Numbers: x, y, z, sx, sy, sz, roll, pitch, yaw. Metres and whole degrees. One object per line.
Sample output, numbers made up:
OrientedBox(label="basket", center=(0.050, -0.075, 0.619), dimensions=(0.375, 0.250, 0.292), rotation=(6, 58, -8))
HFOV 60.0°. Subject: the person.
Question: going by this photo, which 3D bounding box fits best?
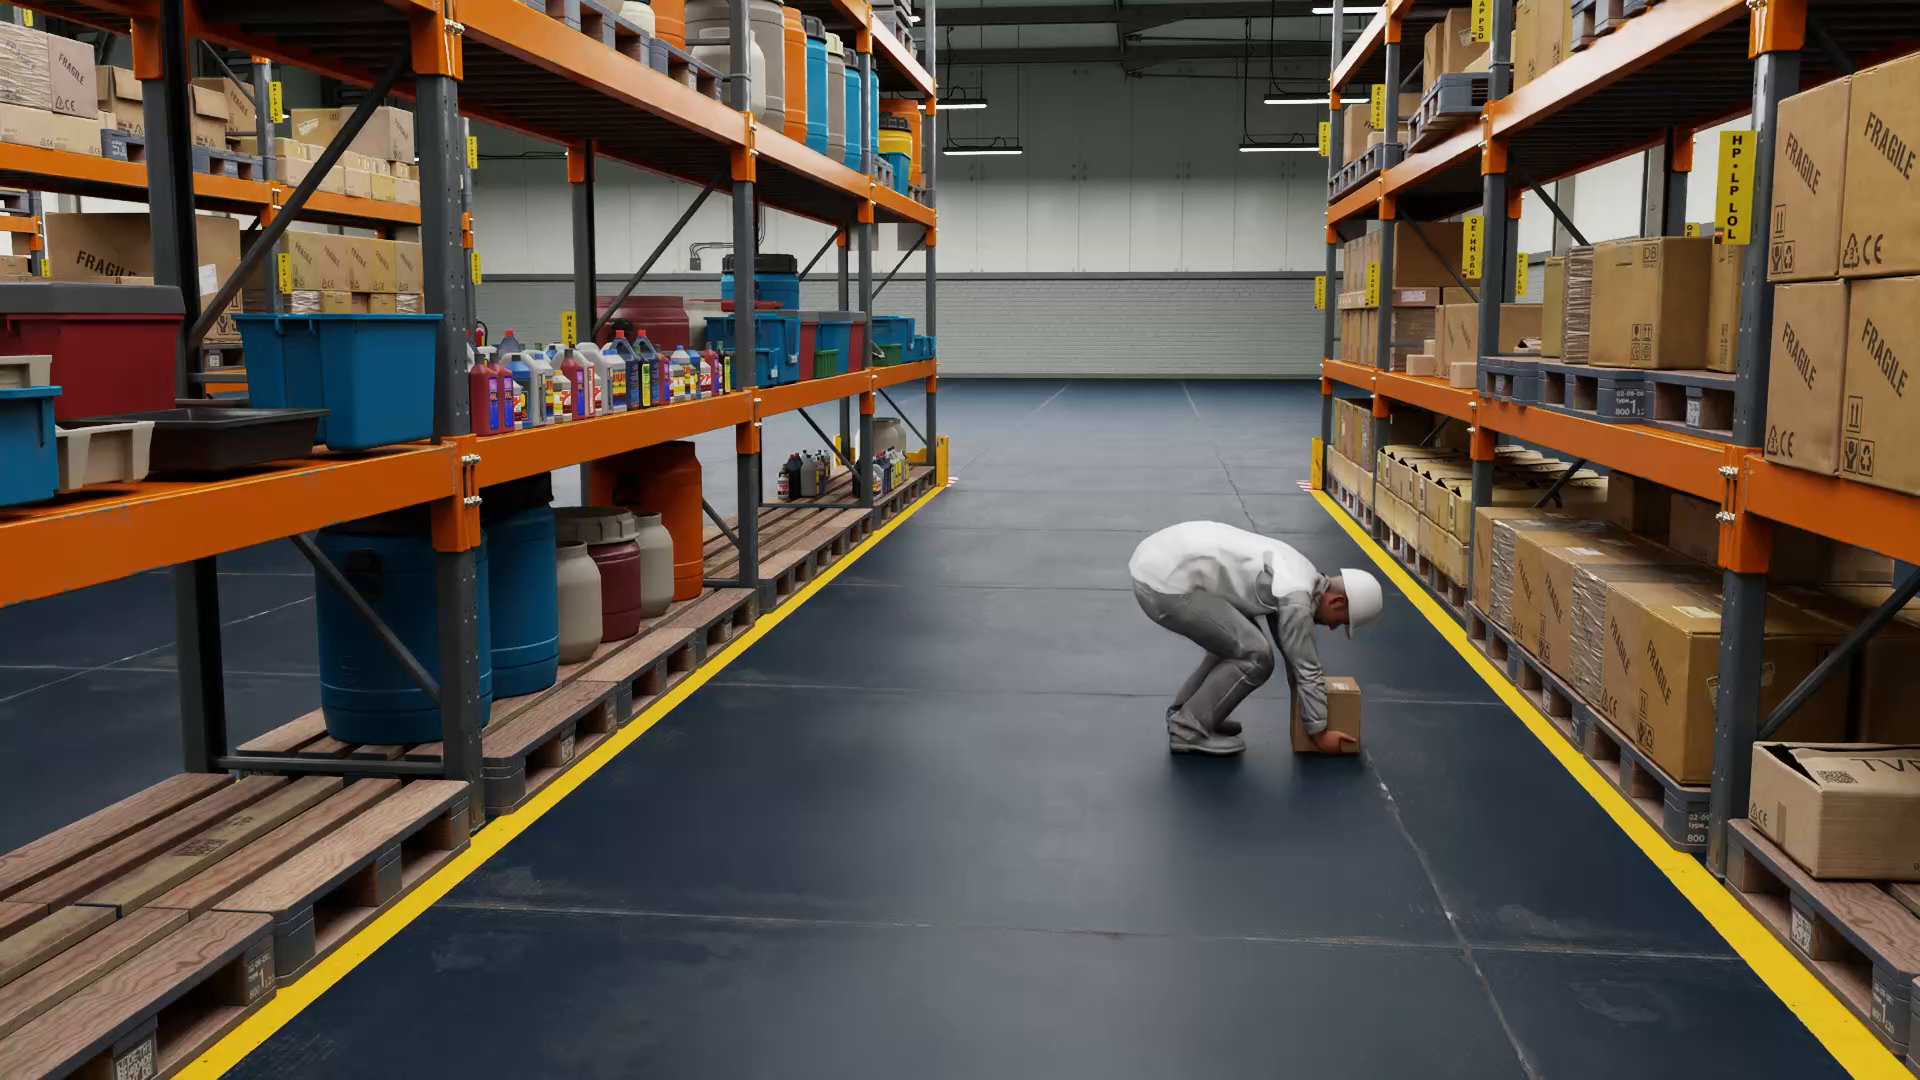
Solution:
OrientedBox(label="person", center=(1.174, 0.380, 6.645), dimensions=(1.001, 0.916, 0.519), rotation=(0, 8, 4))
